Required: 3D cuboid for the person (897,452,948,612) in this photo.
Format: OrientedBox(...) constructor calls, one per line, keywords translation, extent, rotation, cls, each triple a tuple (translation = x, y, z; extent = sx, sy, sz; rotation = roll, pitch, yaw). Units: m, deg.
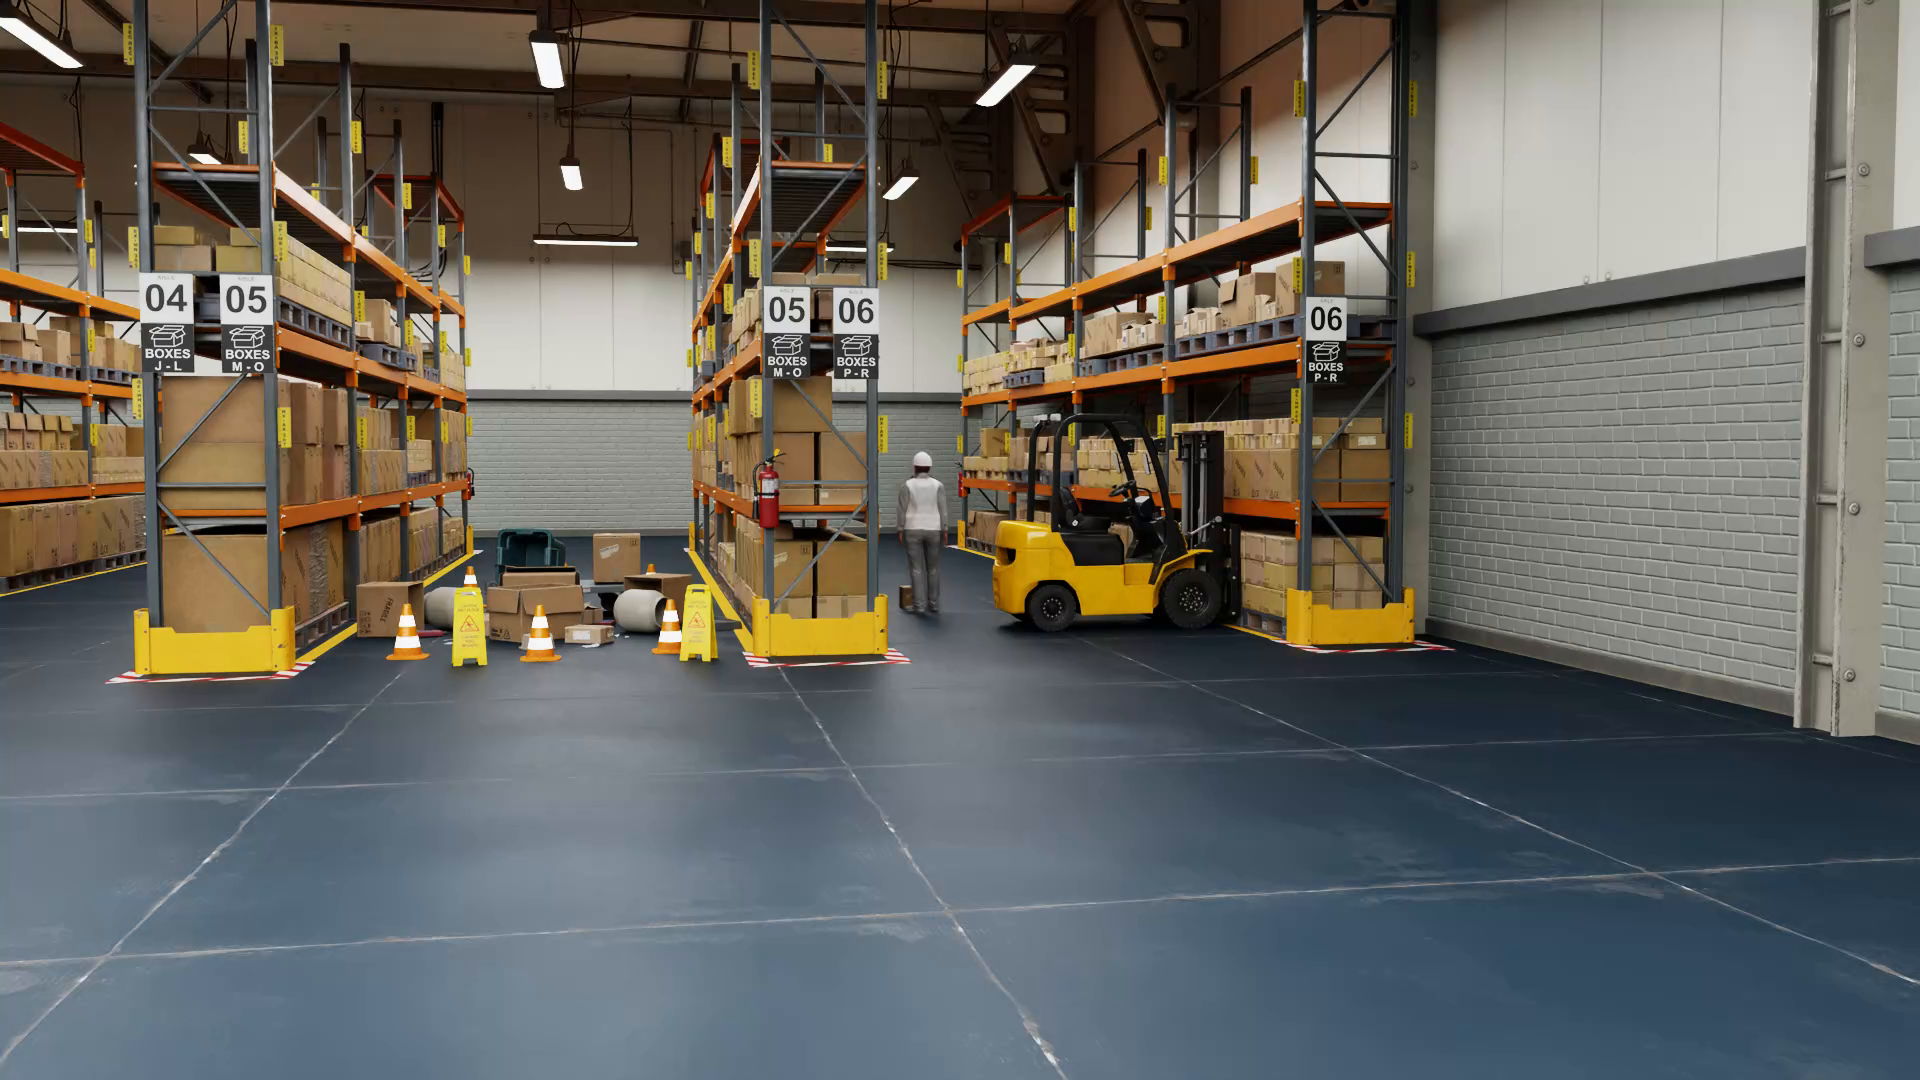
OrientedBox(translation=(-0.438, -0.090, 18.470), extent=(0.568, 1.776, 0.544), rotation=(-1, 3, -14), cls="person")
